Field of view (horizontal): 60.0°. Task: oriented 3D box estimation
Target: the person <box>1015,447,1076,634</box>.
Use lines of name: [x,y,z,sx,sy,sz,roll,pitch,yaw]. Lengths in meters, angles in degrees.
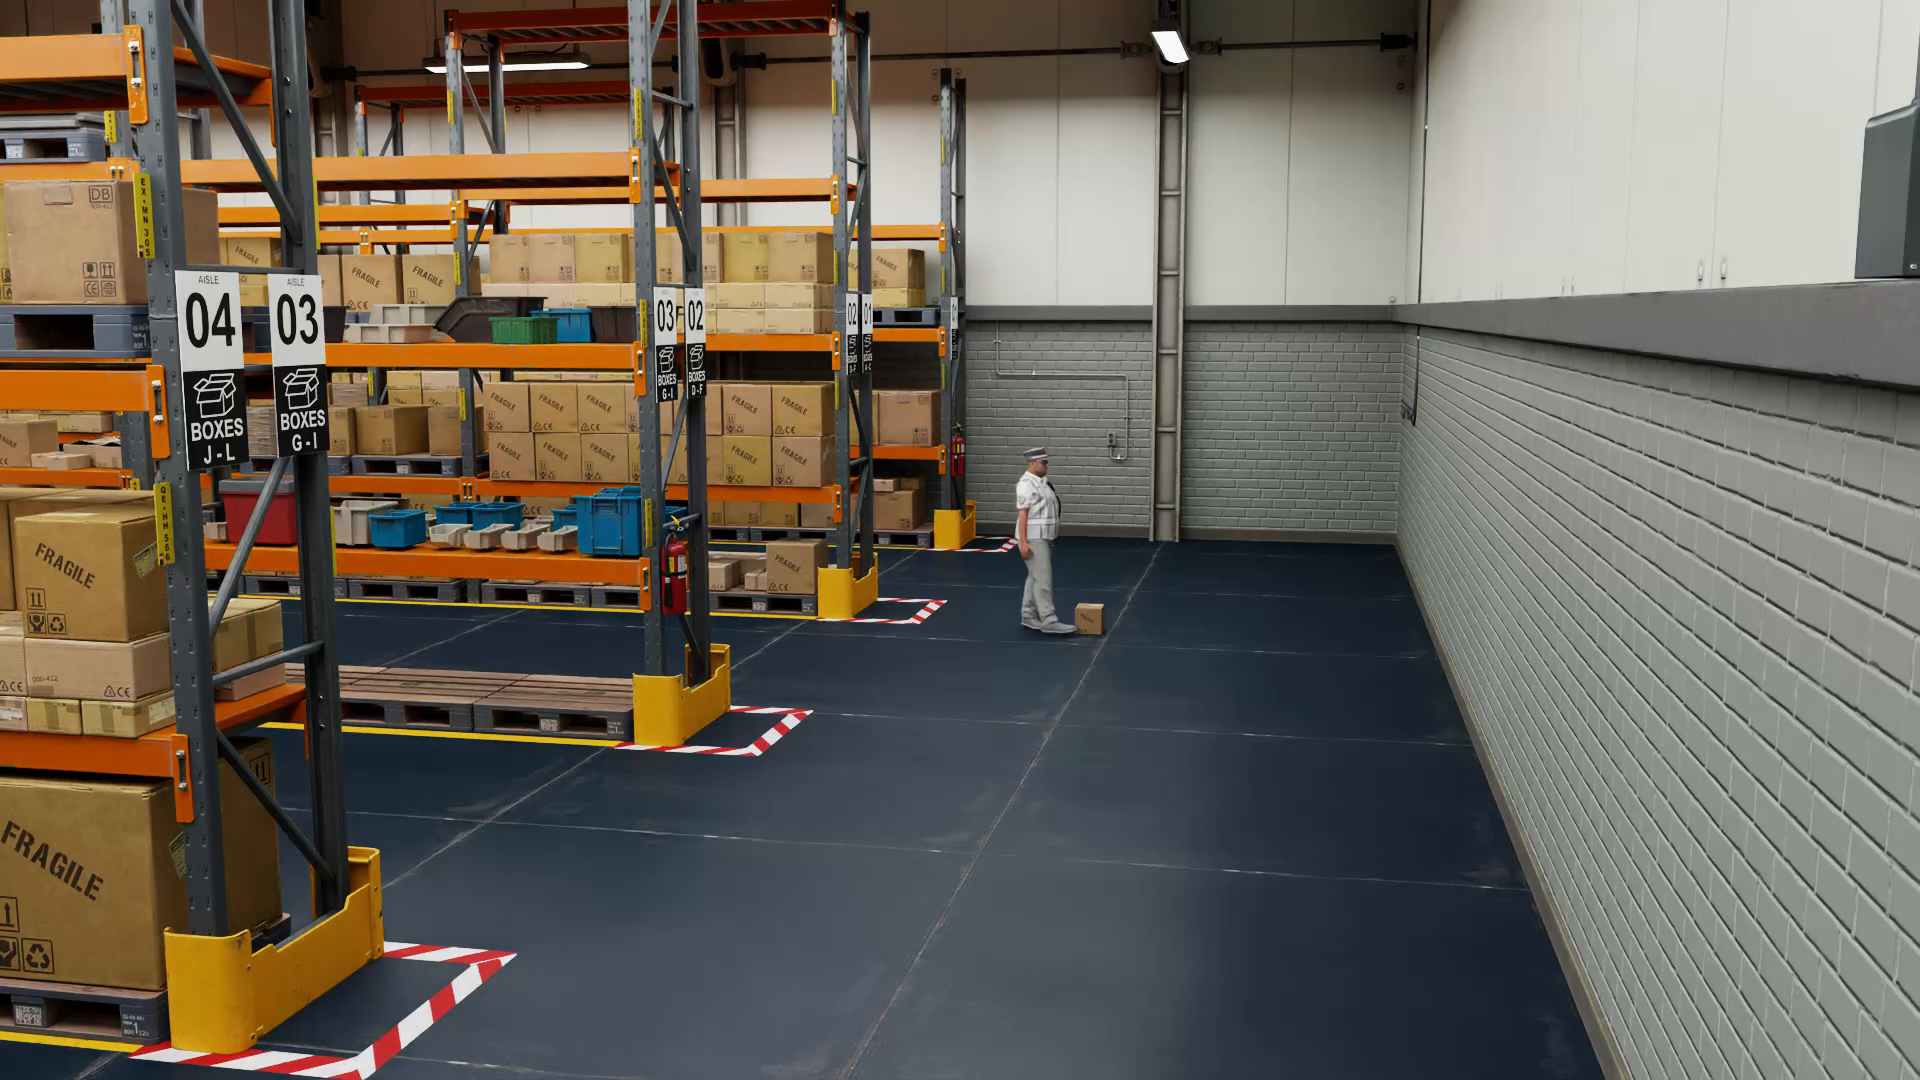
person: [0.840,-0.006,15.763,0.627,1.758,0.548,3,8,20]
